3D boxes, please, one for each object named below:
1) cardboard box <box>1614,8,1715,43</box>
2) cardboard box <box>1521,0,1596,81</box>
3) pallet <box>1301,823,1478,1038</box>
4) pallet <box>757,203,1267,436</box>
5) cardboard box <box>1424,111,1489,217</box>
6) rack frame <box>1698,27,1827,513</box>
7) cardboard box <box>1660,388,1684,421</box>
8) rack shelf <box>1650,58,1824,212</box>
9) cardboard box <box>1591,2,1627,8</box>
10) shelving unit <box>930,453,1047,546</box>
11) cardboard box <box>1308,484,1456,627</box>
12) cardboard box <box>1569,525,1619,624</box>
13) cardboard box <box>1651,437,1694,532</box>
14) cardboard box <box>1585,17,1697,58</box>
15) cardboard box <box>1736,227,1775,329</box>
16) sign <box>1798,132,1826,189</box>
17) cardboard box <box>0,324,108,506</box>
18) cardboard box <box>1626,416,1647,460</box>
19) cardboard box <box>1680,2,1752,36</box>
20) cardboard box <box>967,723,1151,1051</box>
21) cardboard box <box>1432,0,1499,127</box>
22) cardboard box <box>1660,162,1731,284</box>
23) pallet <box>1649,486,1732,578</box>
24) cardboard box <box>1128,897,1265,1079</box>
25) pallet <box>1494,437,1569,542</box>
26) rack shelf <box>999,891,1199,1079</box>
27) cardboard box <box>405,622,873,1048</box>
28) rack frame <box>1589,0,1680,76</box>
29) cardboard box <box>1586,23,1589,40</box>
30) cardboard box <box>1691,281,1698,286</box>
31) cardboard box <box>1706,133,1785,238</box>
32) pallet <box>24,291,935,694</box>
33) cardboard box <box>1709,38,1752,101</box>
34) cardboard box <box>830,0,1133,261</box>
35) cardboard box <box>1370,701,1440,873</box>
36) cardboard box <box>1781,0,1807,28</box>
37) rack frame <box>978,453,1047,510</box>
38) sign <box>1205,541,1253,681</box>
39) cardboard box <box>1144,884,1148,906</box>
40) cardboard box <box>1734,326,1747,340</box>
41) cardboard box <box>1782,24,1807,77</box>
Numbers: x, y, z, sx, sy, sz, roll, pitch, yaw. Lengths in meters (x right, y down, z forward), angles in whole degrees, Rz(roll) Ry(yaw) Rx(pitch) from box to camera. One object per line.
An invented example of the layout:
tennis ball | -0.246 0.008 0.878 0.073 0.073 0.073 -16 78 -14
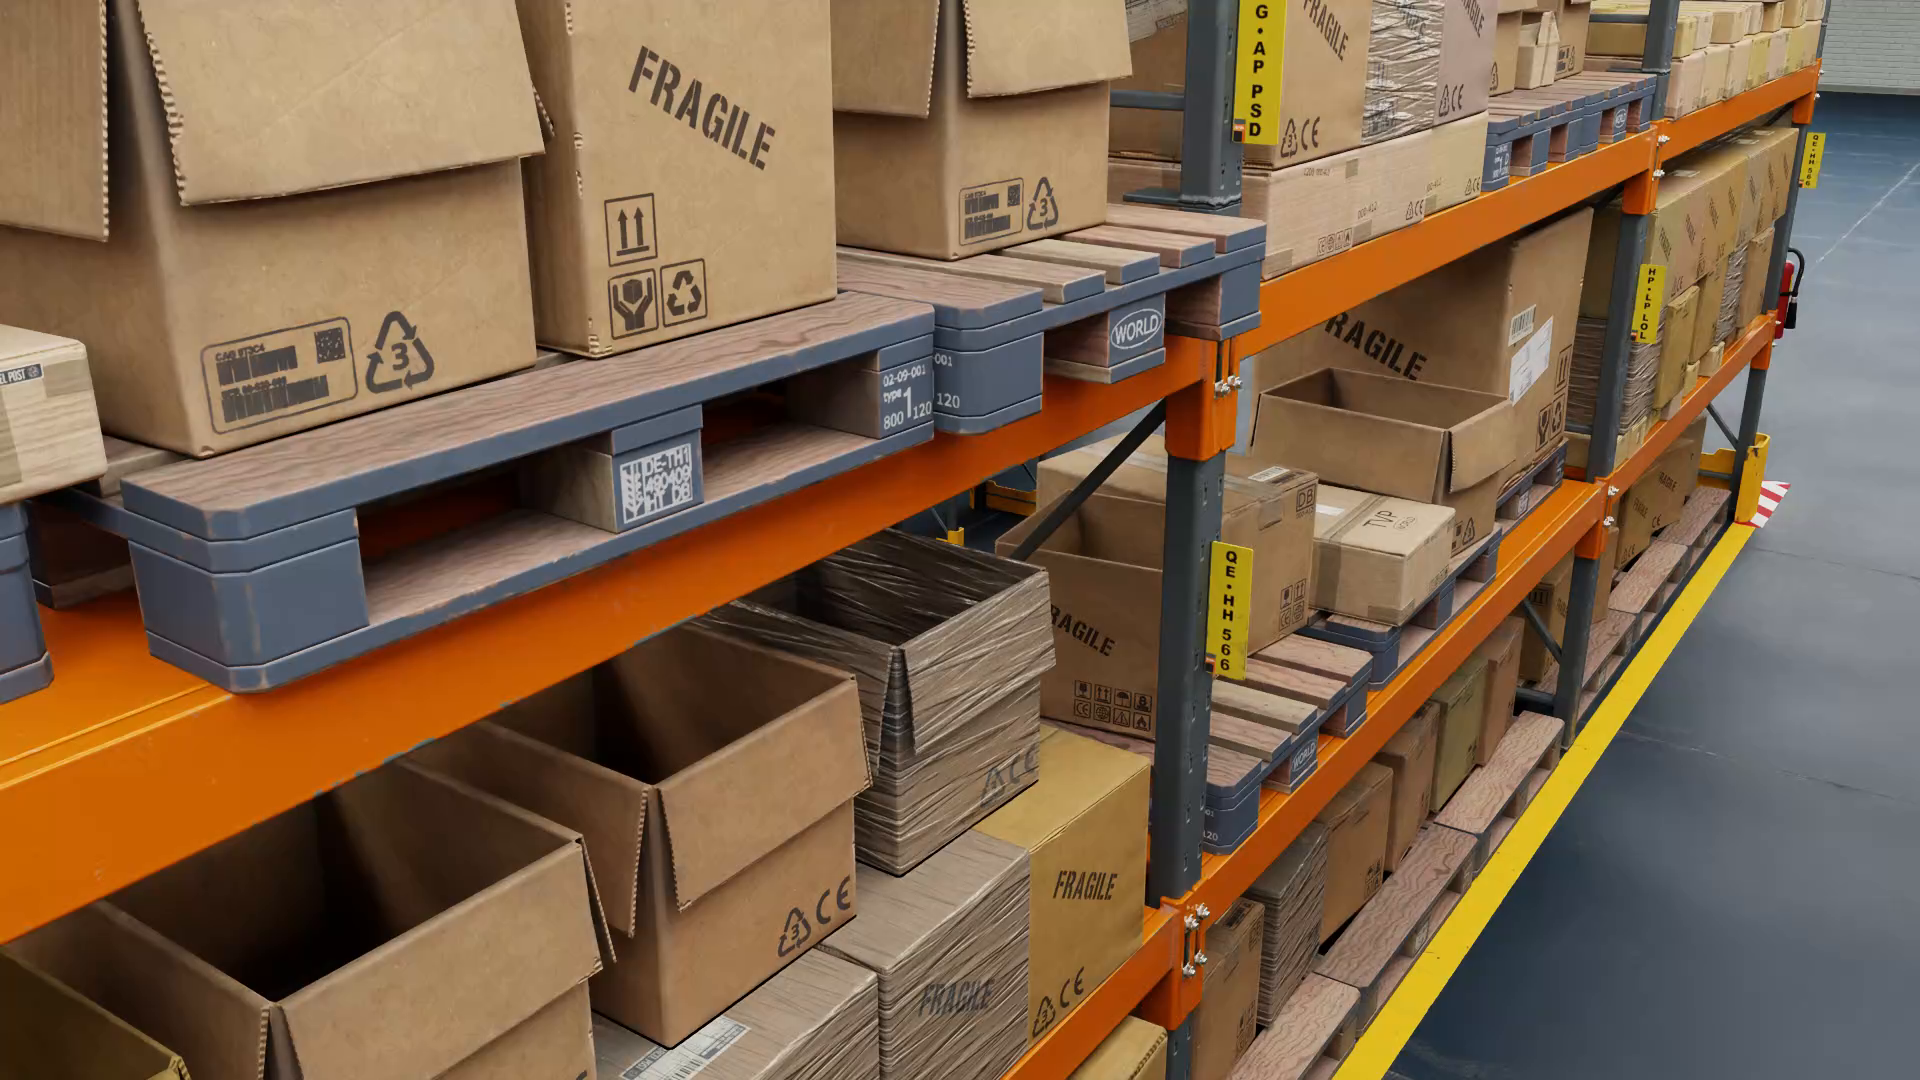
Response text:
cardboard box | 3.210 -2.346 7.601 0.380 0.149 0.250 14 25 33
cardboard box | 2.060 -2.084 6.497 0.797 0.503 0.637 12 23 29
pallet | 1.285 1.336 6.349 1.003 0.211 1.213 13 24 32
pallet | -0.160 -0.523 3.302 1.213 0.211 1.003 15 25 34
cardboard box | 1.202 -1.118 4.855 0.500 0.250 0.500 14 24 33
rack frame | 4.655 -1.695 10.523 1.000 3.000 0.127 13 24 32
cardboard box | 3.352 -0.716 8.239 0.380 0.149 0.250 13 24 32
rack shelf | 3.530 -2.190 8.576 1.077 0.370 4.000 13 24 32
cardboard box | 3.086 -2.599 8.286 0.380 0.149 0.250 15 25 34
shelving unit | 0.043 -0.725 10.064 0.587 1.500 1.083 13 24 32
cardboard box | 1.290 0.038 5.449 0.500 0.250 0.500 12 24 30
cardboard box | 2.980 0.156 8.518 0.500 0.500 0.500 -15 25 -35
cardboard box | 3.982 -0.365 9.926 0.500 0.500 0.500 -17 26 -38
cardboard box | 2.844 -2.104 6.946 0.380 0.149 0.250 12 24 30
cardboard box | 4.141 -1.562 9.591 0.875 0.500 0.500 13 24 32
sign | 5.102 -2.272 9.959 0.100 0.325 0.005 13 24 32
cardboard box | -1.130 -0.136 1.741 0.380 0.149 0.250 12 24 30
cardboard box | 2.927 -0.501 7.659 0.380 0.149 0.250 13 24 32
cardboard box | 3.662 -2.566 8.195 0.380 0.149 0.250 14 24 33
cardboard box | 0.085 0.744 3.787 0.500 0.500 0.500 14 25 33
cardboard box | 1.200 -1.463 4.707 0.500 0.500 0.500 12 24 30
cardboard box | 3.431 -1.569 8.169 0.500 0.500 0.500 13 24 32
pallet | 4.126 -0.139 10.336 1.003 0.211 1.213 13 24 32
cardboard box | 0.518 1.371 5.205 0.700 0.500 0.500 12 23 29
pallet | 1.856 -0.266 6.937 1.003 0.211 1.213 13 24 32
rack shelf | -0.967 1.512 2.891 1.077 0.370 4.000 13 24 32
cardboard box | -0.635 0.476 3.063 0.797 0.503 0.637 14 24 33
rack frame | 2.406 -3.361 6.379 1.000 3.000 0.127 13 24 32
cardboard box | 2.576 -2.279 7.420 0.380 0.149 0.250 14 24 32
cardboard box | 3.218 -1.150 8.478 0.875 0.500 0.500 13 24 32
cardboard box | 4.274 -1.999 9.333 0.500 0.500 0.500 13 24 32
pallet | -0.787 -0.201 2.433 1.003 0.211 1.213 15 25 34
cardboard box | 3.452 -2.256 7.933 0.500 0.250 0.500 12 24 30
cardboard box | -0.126 -0.863 3.195 0.797 0.503 0.637 15 25 35
cardboard box | 1.445 0.885 6.518 0.700 0.500 0.500 11 23 27
cardboard box | 4.329 -2.849 8.962 0.380 0.149 0.250 13 24 32
rack frame | 0.334 -0.874 10.465 0.500 1.500 0.032 13 24 32
sign | 0.618 0.165 3.826 0.100 0.325 0.005 13 24 32
cardboard box | 0.509 1.017 5.080 0.500 0.250 0.500 14 25 34
cardboard box | 4.426 -1.301 9.822 0.380 0.149 0.250 13 24 32
cardboard box | 4.316 -2.700 9.132 0.500 0.250 0.500 13 24 32
